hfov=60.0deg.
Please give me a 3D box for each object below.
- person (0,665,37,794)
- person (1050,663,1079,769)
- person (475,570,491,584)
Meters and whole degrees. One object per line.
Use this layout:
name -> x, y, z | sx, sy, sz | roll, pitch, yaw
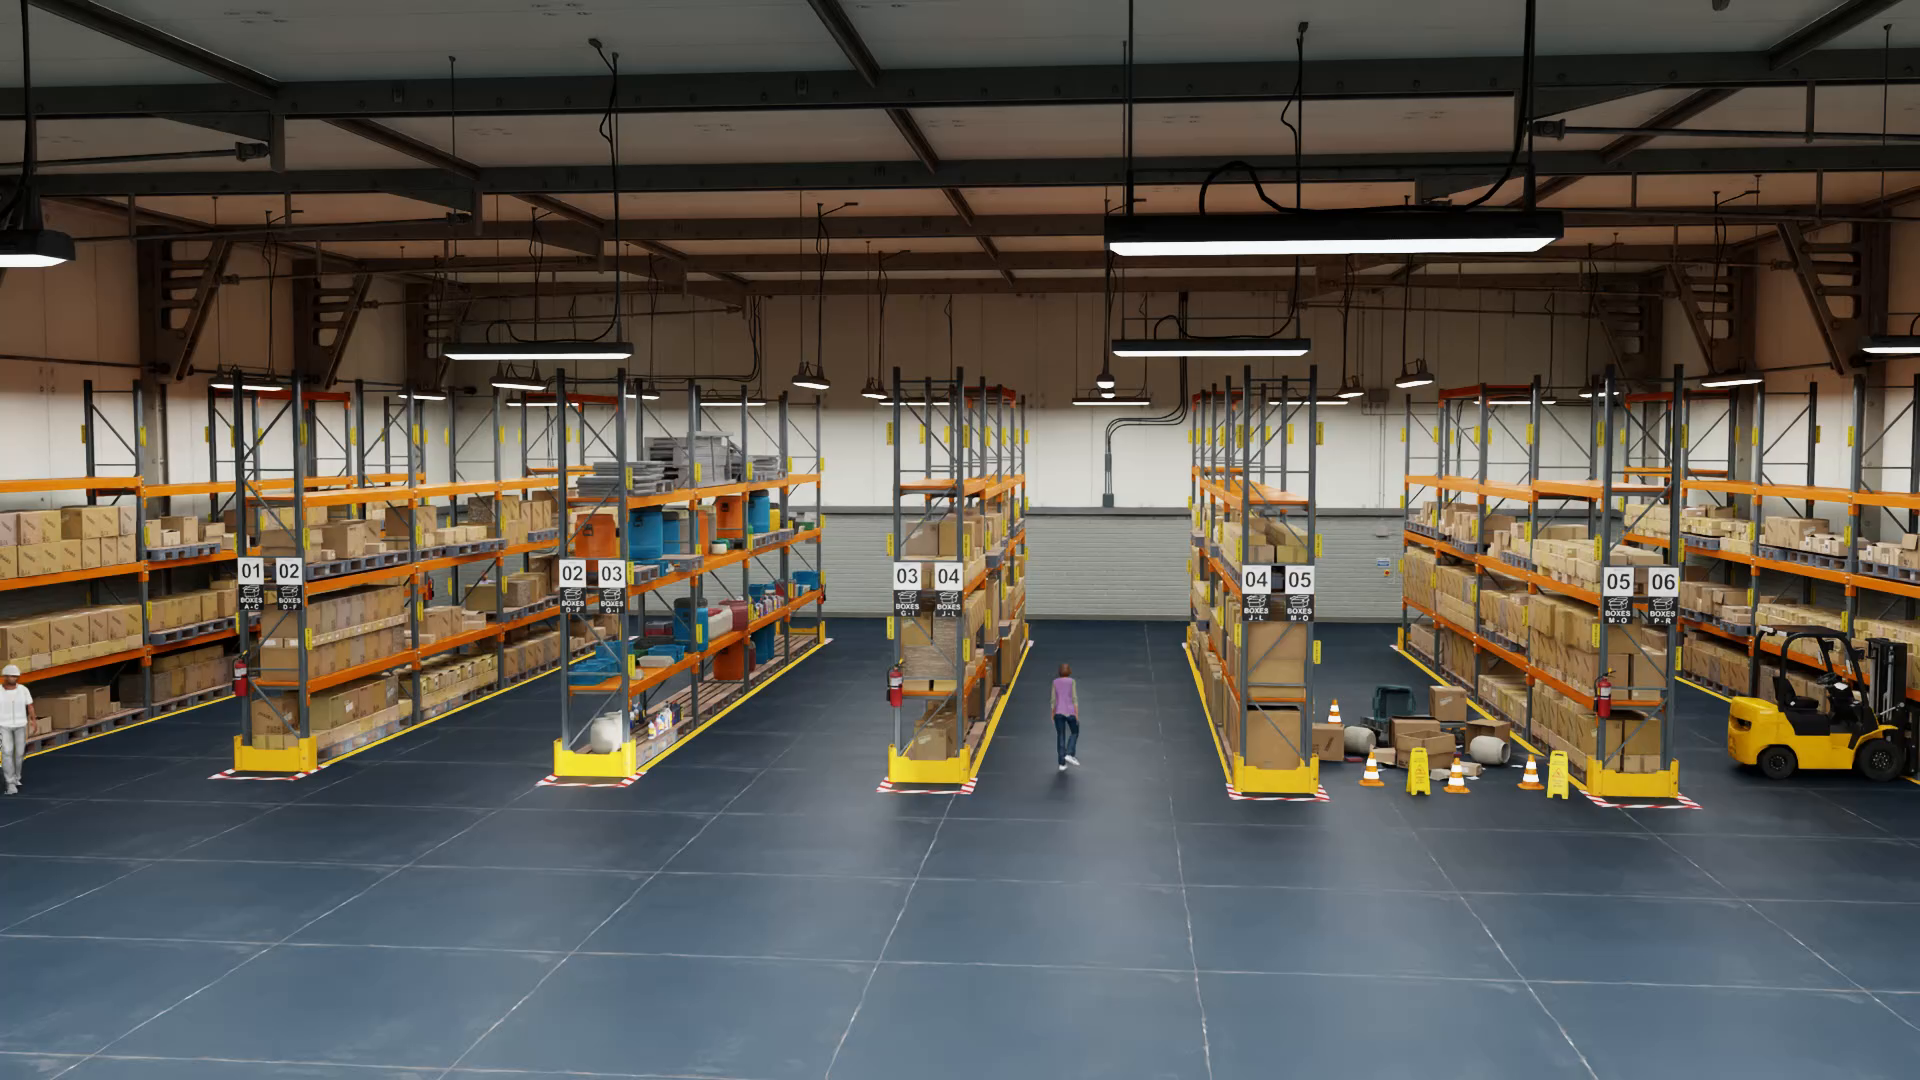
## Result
person -> -13.417, 2.672, 23.602 | 0.792, 1.771, 0.597 | 3, 5, 41
person -> 1.573, 2.641, 25.033 | 0.448, 1.584, 0.468 | 1, 4, 15
person -> -12.144, 1.572, 42.349 | 0.468, 1.572, 1.053 | 0, 4, 4
